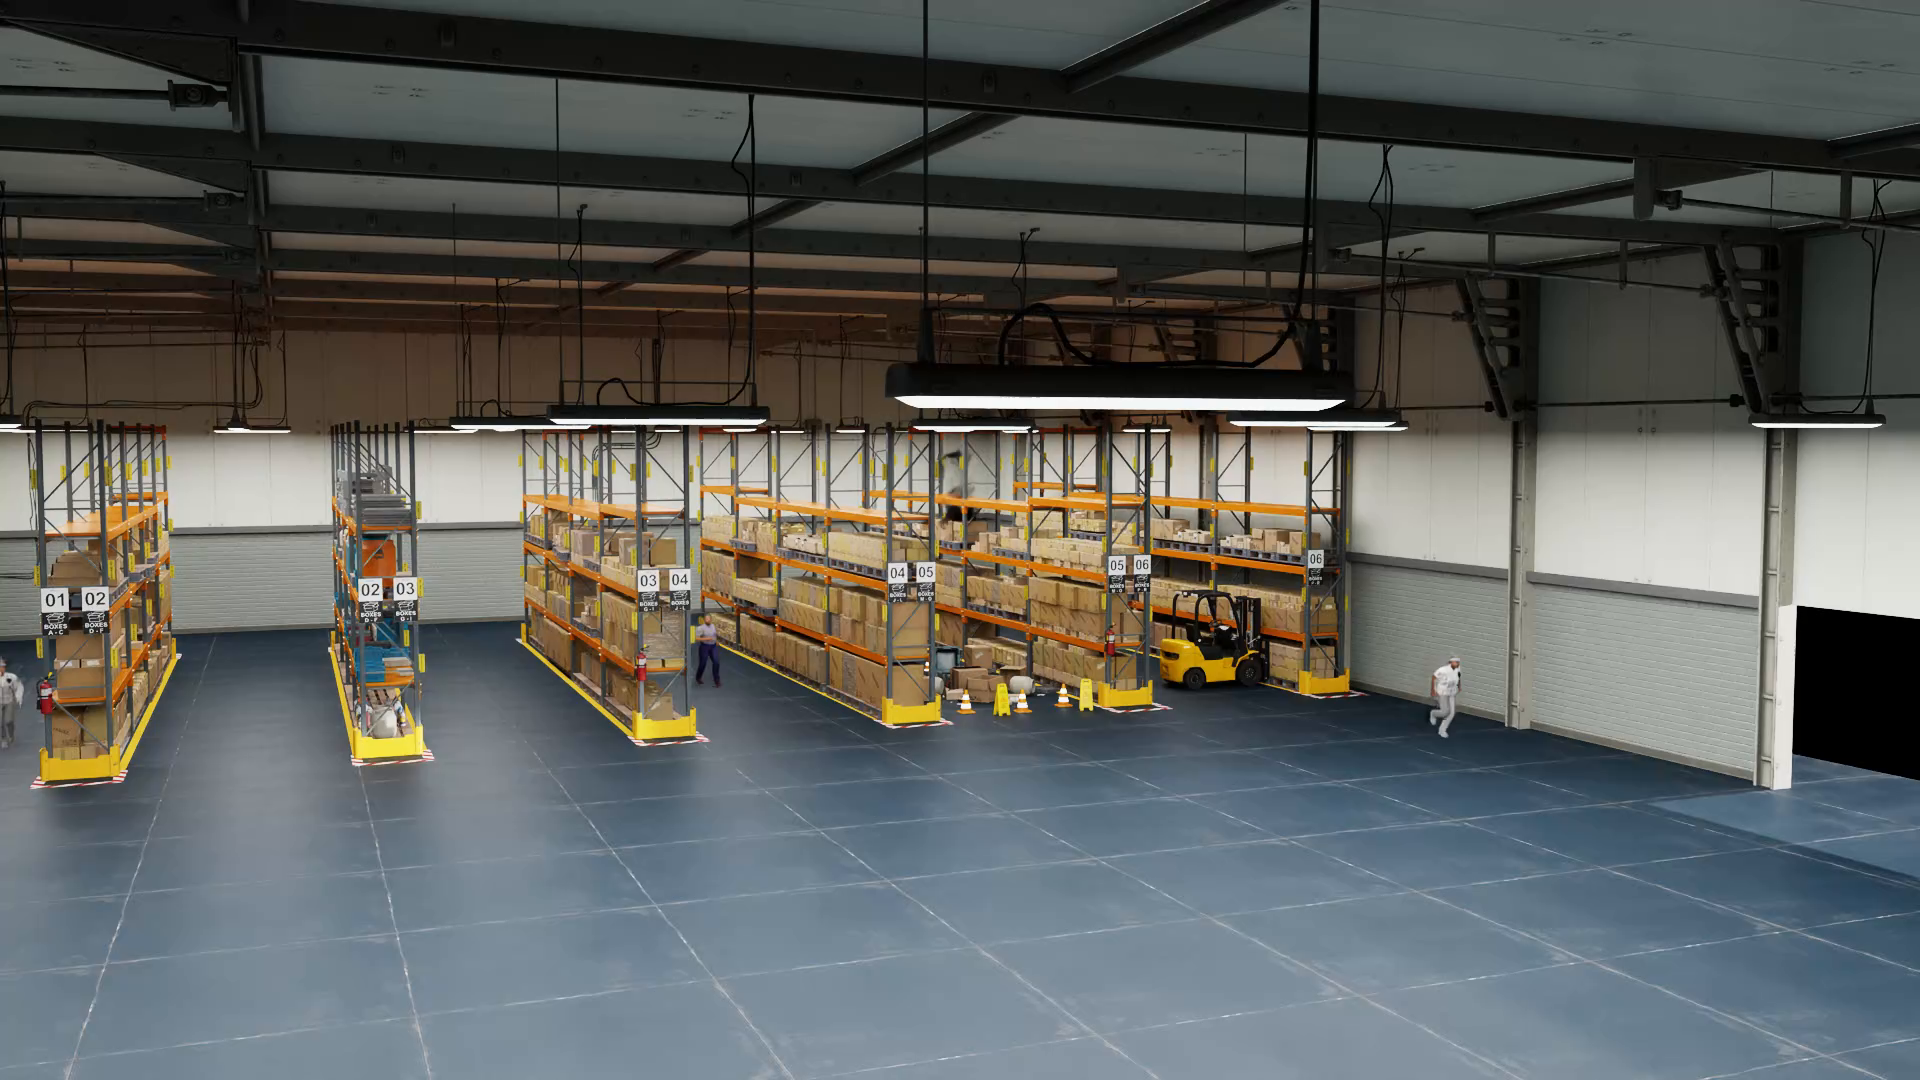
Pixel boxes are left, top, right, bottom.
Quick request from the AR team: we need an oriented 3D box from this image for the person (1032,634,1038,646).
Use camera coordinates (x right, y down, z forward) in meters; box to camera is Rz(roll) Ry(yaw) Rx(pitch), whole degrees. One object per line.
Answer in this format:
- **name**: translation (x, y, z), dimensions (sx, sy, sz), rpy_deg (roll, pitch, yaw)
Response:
- **person**: translation (2.095, 2.117, 43.543), dimensions (0.671, 1.778, 0.991), rpy_deg (-1, 4, -21)

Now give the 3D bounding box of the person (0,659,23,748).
- **person**: translation (-17.484, 2.995, 30.410), dimensions (0.592, 1.646, 0.633), rpy_deg (-2, 4, -24)

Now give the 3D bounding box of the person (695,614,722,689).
- **person**: translation (-5.764, 2.523, 37.899), dimensions (0.599, 1.692, 0.848), rpy_deg (-3, 4, -35)

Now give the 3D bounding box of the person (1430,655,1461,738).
- **person**: translation (9.275, 2.956, 31.747), dimensions (0.565, 1.620, 0.709), rpy_deg (-2, 4, -26)
